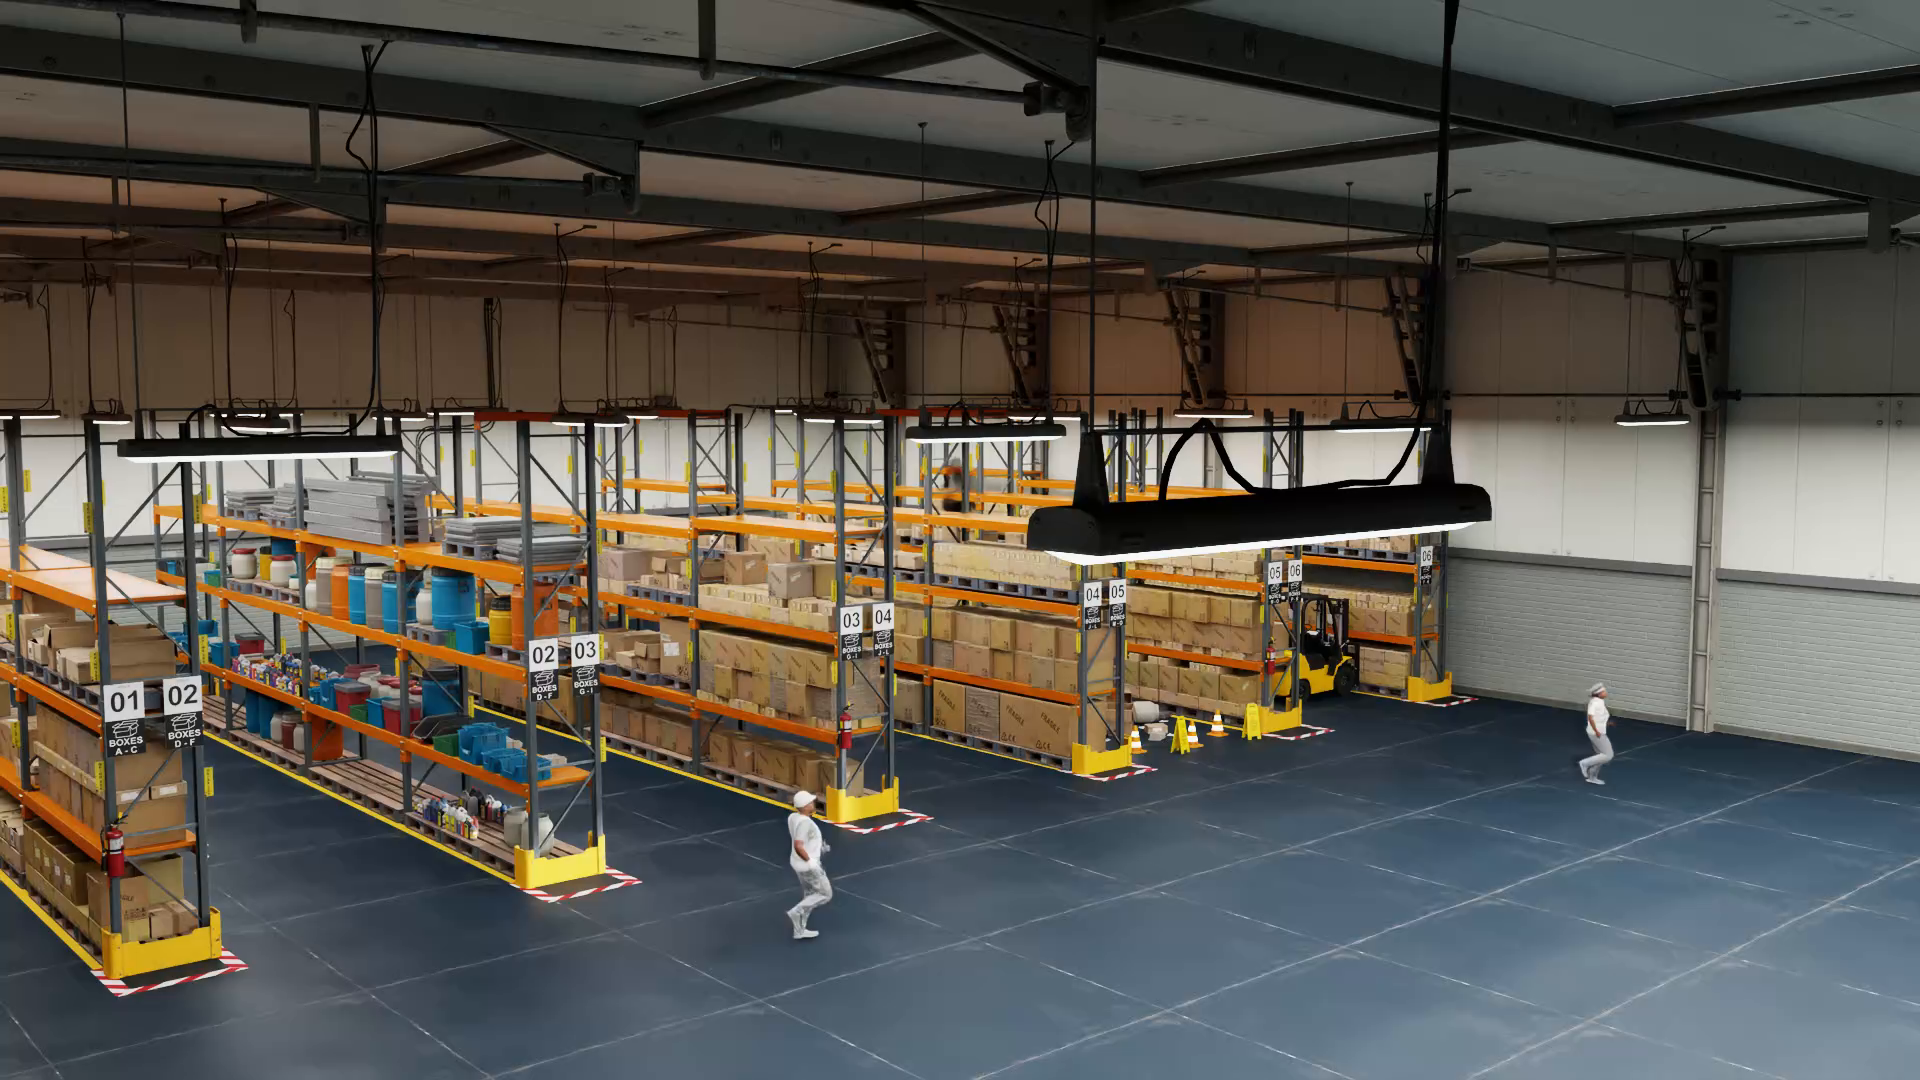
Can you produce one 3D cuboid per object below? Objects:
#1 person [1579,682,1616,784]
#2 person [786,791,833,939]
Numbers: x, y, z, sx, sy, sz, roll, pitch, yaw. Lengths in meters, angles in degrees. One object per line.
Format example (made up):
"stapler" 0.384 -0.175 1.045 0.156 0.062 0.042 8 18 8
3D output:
"person" 10.350 3.138 26.992 0.568 1.671 0.585 1 5 15
"person" -1.759 3.767 19.319 0.592 1.734 0.683 -2 5 -21
